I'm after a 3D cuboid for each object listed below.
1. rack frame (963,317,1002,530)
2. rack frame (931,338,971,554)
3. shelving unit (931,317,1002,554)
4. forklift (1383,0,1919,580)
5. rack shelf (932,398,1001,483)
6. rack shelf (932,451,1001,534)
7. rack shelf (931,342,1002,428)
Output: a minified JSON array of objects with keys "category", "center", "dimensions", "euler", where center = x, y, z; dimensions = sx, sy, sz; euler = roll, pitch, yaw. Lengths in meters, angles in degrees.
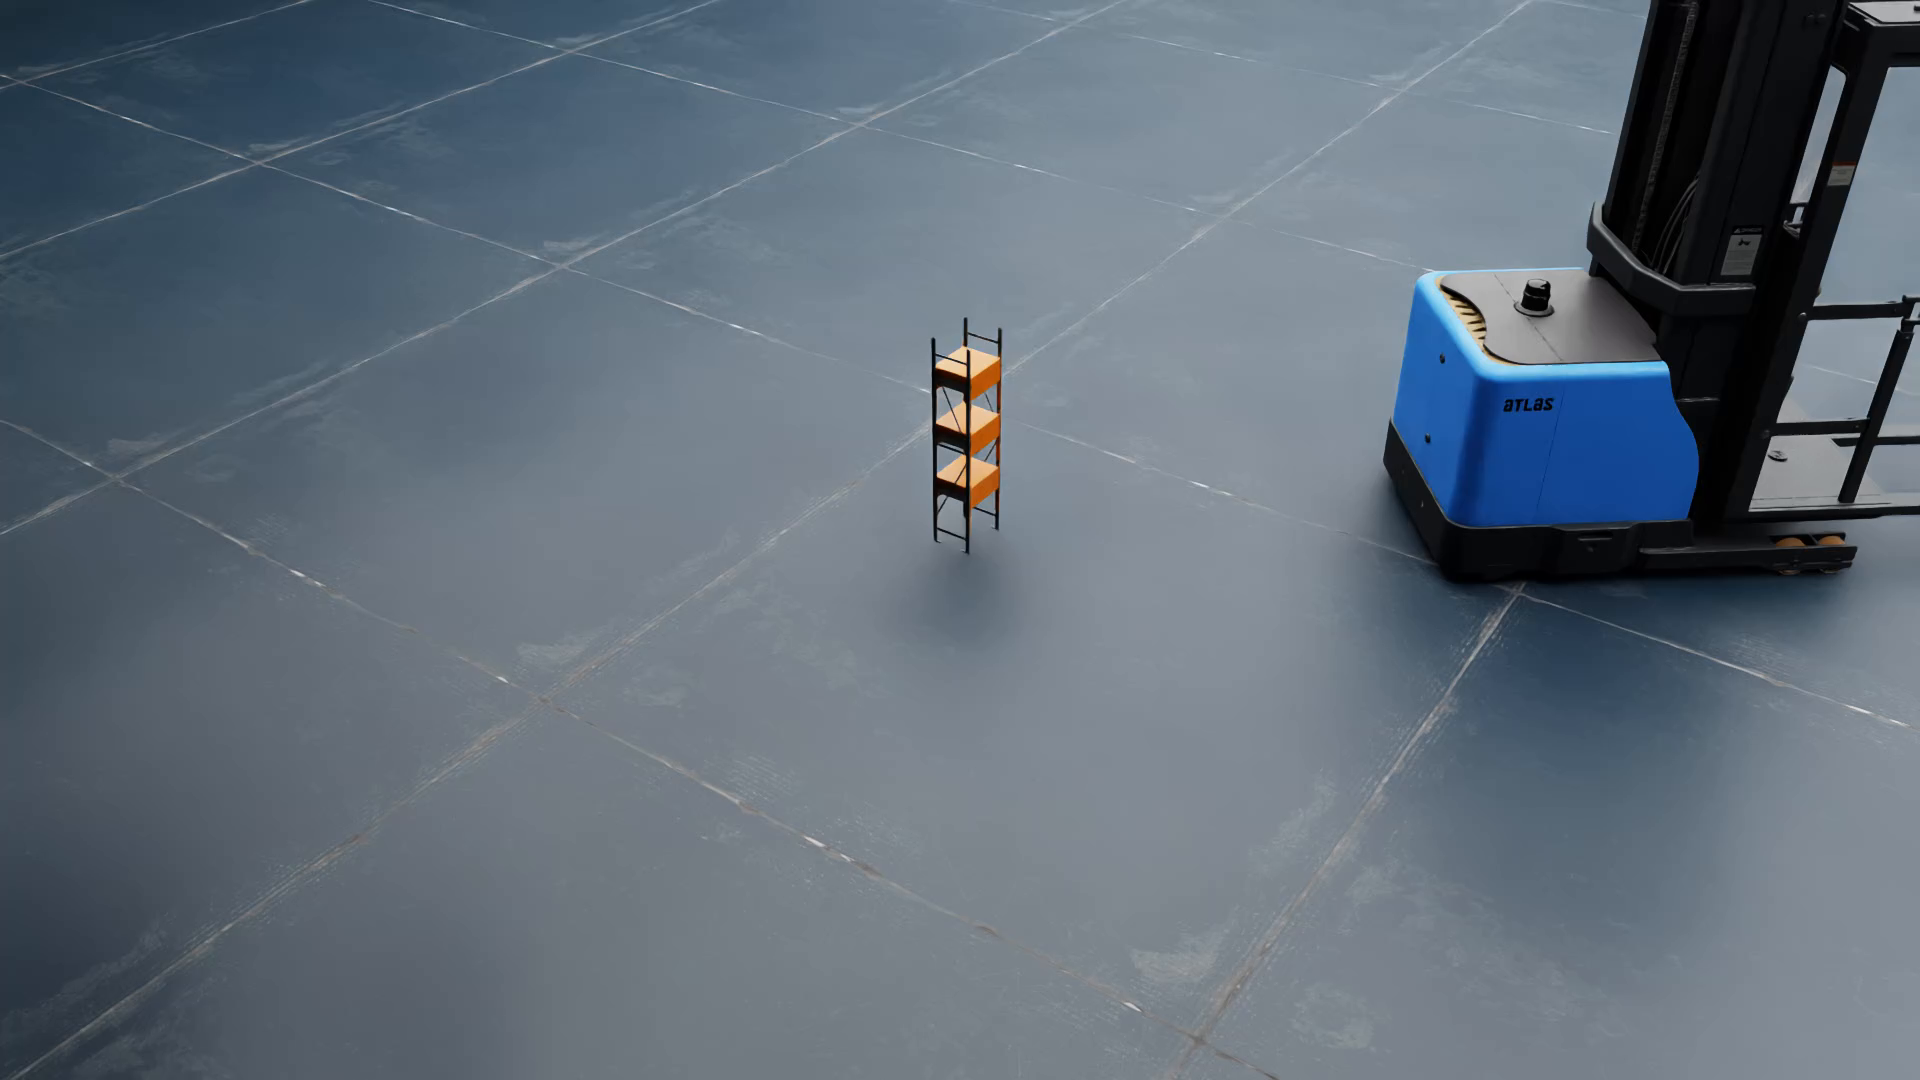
[{"category":"rack frame","center":[0.100,-0.516,7.575],"dimensions":[0.200,1.050,0.008],"euler":[21,39,28]},{"category":"rack frame","center":[-0.039,-0.403,7.409],"dimensions":[0.200,1.050,0.008],"euler":[21,39,28]},{"category":"shelving unit","center":[0.031,-0.460,7.492],"dimensions":[0.215,1.050,0.252],"euler":[21,39,28]},{"category":"forklift","center":[3.622,-1.352,7.133],"dimensions":[3.031,2.935,1.130],"euler":[-2,34,-3]},{"category":"rack shelf","center":[0.031,-0.451,7.498],"dimensions":[0.215,0.259,0.240],"euler":[21,39,28]},{"category":"rack shelf","center":[0.031,-0.221,7.654],"dimensions":[0.215,0.259,0.240],"euler":[21,39,28]},{"category":"rack shelf","center":[0.031,-0.686,7.339],"dimensions":[0.215,0.259,0.240],"euler":[21,39,28]}]
